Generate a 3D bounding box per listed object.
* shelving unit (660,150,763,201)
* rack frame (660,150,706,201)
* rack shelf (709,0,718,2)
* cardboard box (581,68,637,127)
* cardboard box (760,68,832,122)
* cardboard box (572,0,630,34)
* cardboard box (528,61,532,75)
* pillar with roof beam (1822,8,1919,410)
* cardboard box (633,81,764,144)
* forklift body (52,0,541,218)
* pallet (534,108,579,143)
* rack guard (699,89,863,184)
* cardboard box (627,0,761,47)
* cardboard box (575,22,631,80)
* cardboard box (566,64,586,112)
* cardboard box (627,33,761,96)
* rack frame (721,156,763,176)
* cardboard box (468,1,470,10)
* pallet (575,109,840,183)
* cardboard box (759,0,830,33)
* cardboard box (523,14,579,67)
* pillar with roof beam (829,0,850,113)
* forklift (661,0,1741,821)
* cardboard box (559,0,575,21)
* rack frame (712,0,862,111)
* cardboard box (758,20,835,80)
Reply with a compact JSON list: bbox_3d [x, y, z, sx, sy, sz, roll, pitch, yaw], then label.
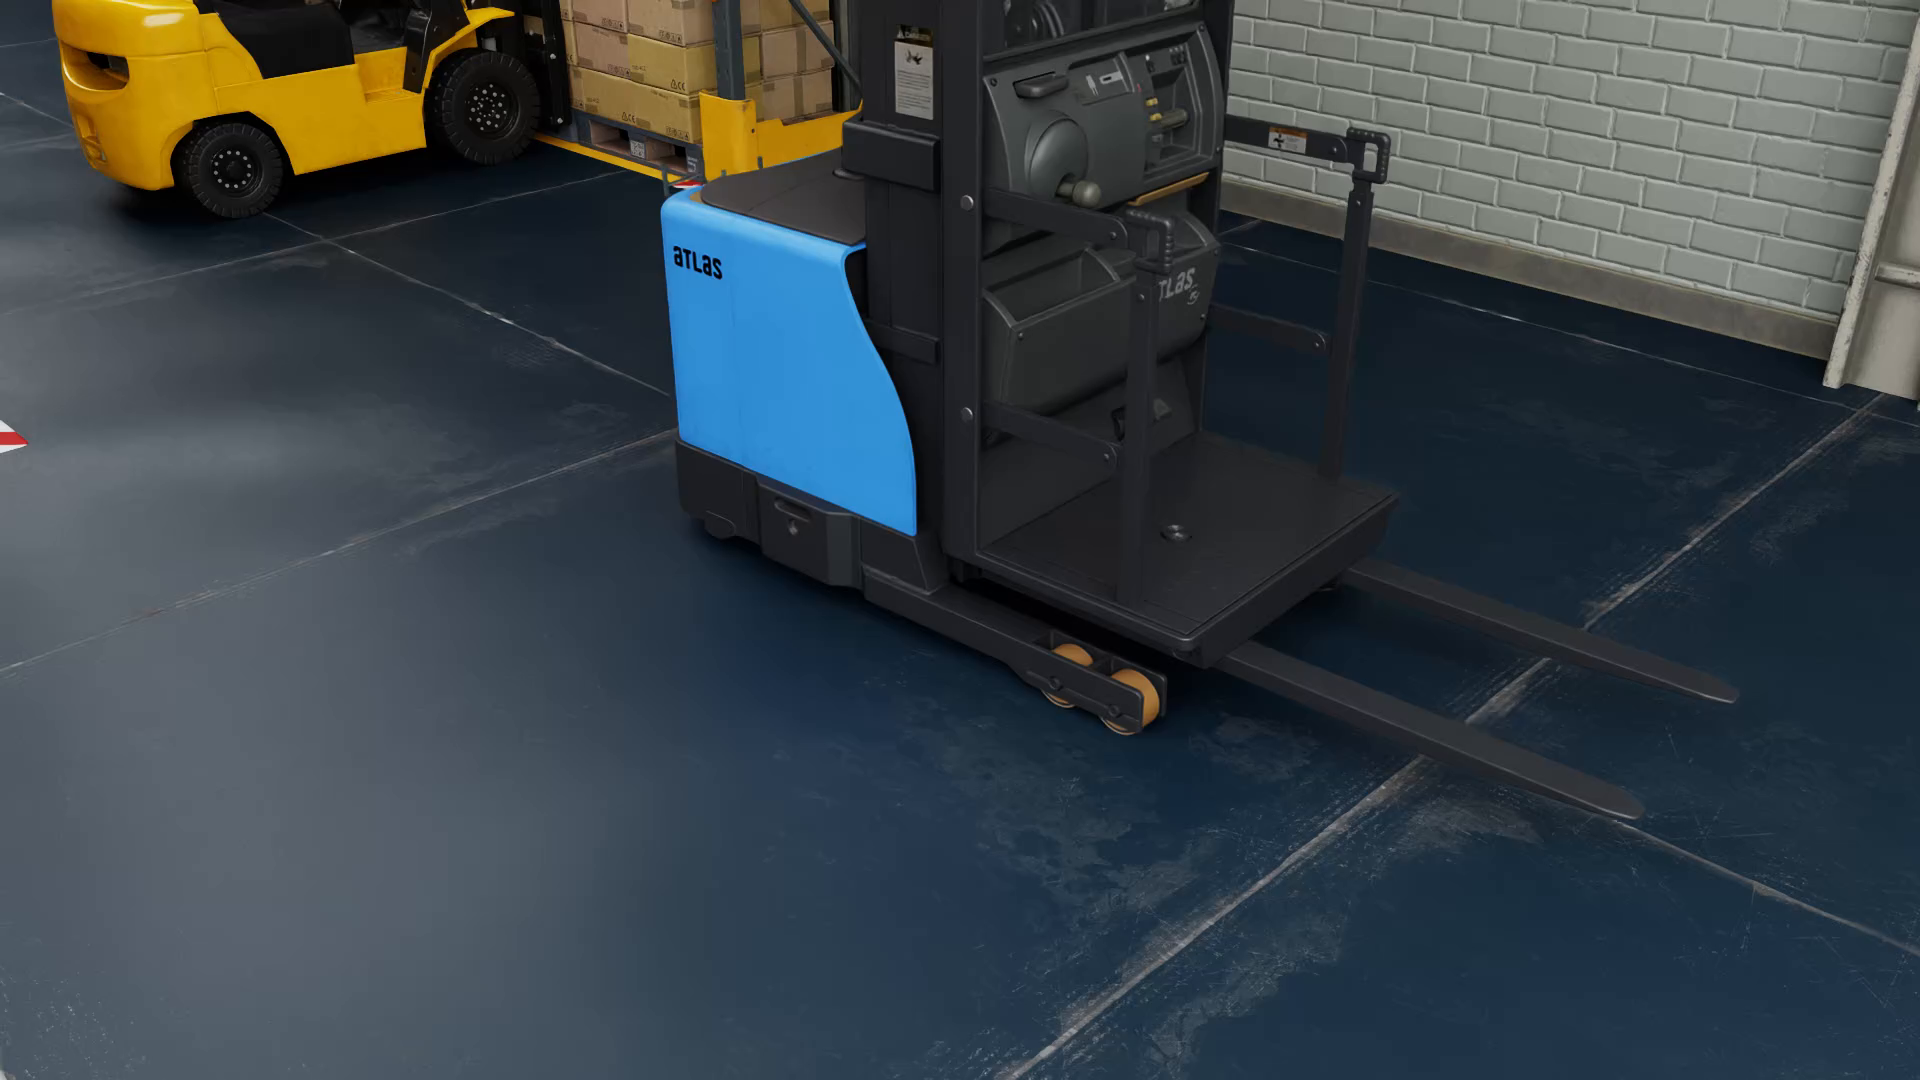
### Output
[{"bbox_3d":[-0.766,-0.736,5.508,0.252,1.050,0.215,13,30,29],"label":"shelving unit"},{"bbox_3d":[-0.870,-0.760,5.568,0.008,1.050,0.200,13,30,29],"label":"rack frame"},{"bbox_3d":[-2.284,-3.676,9.791,4.000,0.370,1.077,25,36,38],"label":"rack shelf"},{"bbox_3d":[-1.762,-2.524,9.331,0.500,0.250,0.500,25,36,38],"label":"cardboard box"},{"bbox_3d":[-1.071,-2.536,9.352,0.500,0.250,0.500,25,37,39],"label":"cardboard box"},{"bbox_3d":[-1.773,-2.964,9.094,0.500,0.250,0.500,-25,36,-38],"label":"cardboard box"},{"bbox_3d":[-2.499,-2.853,9.955,0.500,0.250,0.500,-24,36,-38],"label":"cardboard box"},{"bbox_3d":[0.538,-3.137,1.546,0.400,9.000,9.100,25,36,38],"label":"pillar with roof beam"},{"bbox_3d":[-1.414,-2.359,9.016,0.500,0.250,0.500,25,37,39],"label":"cardboard box"},{"bbox_3d":[-3.489,-2.979,8.605,1.214,2.155,2.313,25,36,38],"label":"forklift body"},{"bbox_3d":[-2.298,-2.741,10.236,1.213,0.211,1.003,25,36,38],"label":"pallet"},{"bbox_3d":[-0.840,-2.227,8.949,0.348,0.500,1.175,25,36,38],"label":"rack guard"},{"bbox_3d":[-1.405,-2.800,8.780,0.500,0.250,0.500,-24,36,-38],"label":"cardboard box"},{"bbox_3d":[-1.774,-2.754,9.231,0.500,0.250,0.500,24,36,38],"label":"cardboard box"},{"bbox_3d":[-2.113,-2.691,9.647,0.500,0.250,0.500,-25,37,-39],"label":"cardboard box"},{"bbox_3d":[-1.424,-2.587,8.913,0.500,0.250,0.500,24,36,38],"label":"cardboard box"},{"bbox_3d":[-0.662,-0.711,5.449,0.008,1.050,0.200,13,30,29],"label":"rack frame"},{"bbox_3d":[-2.871,-3.245,10.164,0.500,0.250,0.500,24,36,38],"label":"cardboard box"},{"bbox_3d":[-1.432,-2.343,9.479,1.213,0.211,1.003,25,36,38],"label":"pallet"},{"bbox_3d":[-1.068,-2.973,9.109,0.500,0.250,0.500,24,36,38],"label":"cardboard box"},{"bbox_3d":[-2.157,-2.916,9.538,0.500,0.250,0.500,24,36,37],"label":"cardboard box"},{"bbox_3d":[-3.740,-5.095,5.270,0.400,9.000,9.100,25,36,38],"label":"pillar with roof beam"},{"bbox_3d":[0.548,-1.071,4.138,3.031,2.935,1.130,22,35,36],"label":"forklift"},{"bbox_3d":[-2.140,-3.126,9.400,0.500,0.250,0.500,-25,37,-39],"label":"cardboard box"},{"bbox_3d":[-0.858,-3.342,8.382,0.127,3.000,1.000,25,36,38],"label":"rack frame"},{"bbox_3d":[-1.047,-2.754,9.231,0.500,0.250,0.500,-25,36,-38],"label":"cardboard box"}]
